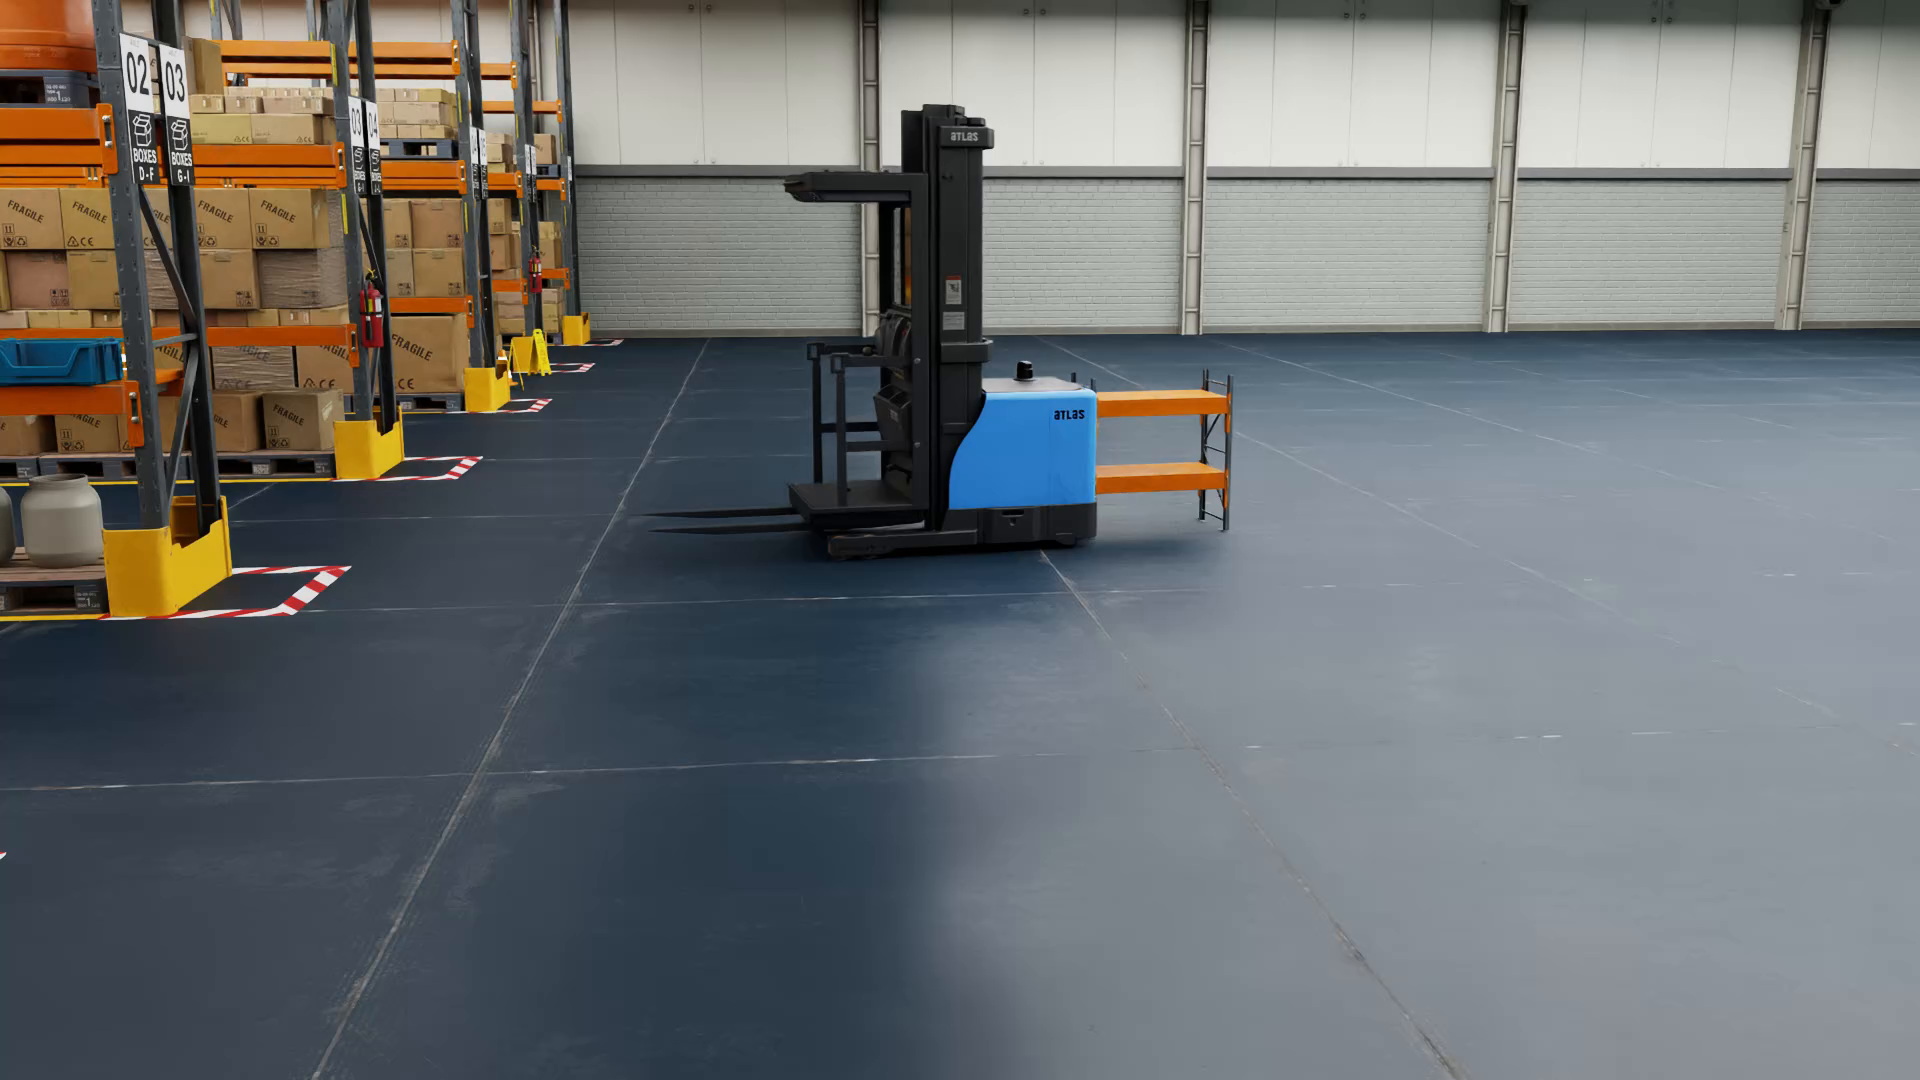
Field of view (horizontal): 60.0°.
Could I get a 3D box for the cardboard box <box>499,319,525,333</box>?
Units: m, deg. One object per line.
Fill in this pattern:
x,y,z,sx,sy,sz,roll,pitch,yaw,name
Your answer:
-7.719,-3.738,28.913,0.500,0.250,0.500,-1,11,-6,cardboard box

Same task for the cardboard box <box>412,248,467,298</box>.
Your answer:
-5.980,-3.118,19.332,0.550,0.550,0.875,-1,11,-6,cardboard box

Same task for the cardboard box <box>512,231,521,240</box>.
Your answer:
-7.620,-5.261,28.684,0.250,0.149,0.380,-1,11,-5,cardboard box

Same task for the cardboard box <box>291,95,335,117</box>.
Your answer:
-5.423,-3.636,13.934,0.250,0.149,0.380,-1,11,-6,cardboard box

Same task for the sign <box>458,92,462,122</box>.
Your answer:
-5.571,-4.824,18.532,0.005,0.325,0.100,-1,11,-6,sign

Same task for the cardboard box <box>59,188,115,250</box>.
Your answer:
-7.192,-2.704,13.993,0.500,0.500,0.500,-1,11,-6,cardboard box

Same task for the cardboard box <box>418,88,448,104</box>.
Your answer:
-5.914,-4.984,18.671,0.250,0.149,0.380,-1,11,-6,cardboard box

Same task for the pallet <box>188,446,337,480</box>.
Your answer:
-6.068,-0.727,14.790,1.213,0.211,1.003,-1,11,-6,pallet

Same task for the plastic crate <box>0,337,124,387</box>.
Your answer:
-5.111,-1.017,9.419,0.616,0.251,0.499,-1,11,-6,plastic crate

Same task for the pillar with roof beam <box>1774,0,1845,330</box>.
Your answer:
16.745,-7.736,27.660,0.548,9.000,9.100,-1,11,-6,pillar with roof beam

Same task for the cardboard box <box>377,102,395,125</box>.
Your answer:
-6.570,-4.786,18.700,0.500,0.250,0.500,-1,11,-6,cardboard box

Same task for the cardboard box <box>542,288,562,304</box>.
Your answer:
-7.215,-4.238,28.865,0.500,0.250,0.500,-1,11,-4,cardboard box

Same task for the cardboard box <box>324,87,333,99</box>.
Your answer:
-6.923,-4.963,18.565,0.250,0.149,0.380,-1,11,-6,cardboard box

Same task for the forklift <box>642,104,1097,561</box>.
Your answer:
-0.634,-1.413,11.227,3.031,2.935,1.130,-3,11,-14,forklift

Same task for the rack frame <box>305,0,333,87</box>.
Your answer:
-10.767,-7.820,28.087,0.127,3.000,1.000,-1,11,-6,rack frame

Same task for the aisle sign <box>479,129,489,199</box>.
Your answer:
-5.578,-4.395,19.480,0.004,0.787,0.394,-1,11,-6,aisle sign

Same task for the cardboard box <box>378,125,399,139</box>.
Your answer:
-6.415,-4.582,18.695,0.250,0.149,0.380,-1,11,-5,cardboard box

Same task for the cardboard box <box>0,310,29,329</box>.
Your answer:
-7.915,-1.865,14.000,0.250,0.149,0.380,-1,11,-6,cardboard box

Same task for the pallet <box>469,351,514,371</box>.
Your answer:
-7.138,-2.628,24.457,1.213,0.211,1.003,-1,11,-6,pallet

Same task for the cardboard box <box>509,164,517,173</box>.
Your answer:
-6.616,-5.412,24.265,0.250,0.149,0.380,-1,11,-6,cardboard box

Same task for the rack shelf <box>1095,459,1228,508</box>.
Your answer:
1.362,-0.390,11.974,1.000,0.278,0.538,-3,11,-14,rack shelf

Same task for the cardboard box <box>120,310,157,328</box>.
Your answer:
-6.921,-1.887,14.112,0.250,0.149,0.380,-1,11,-6,cardboard box

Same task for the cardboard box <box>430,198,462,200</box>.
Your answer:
-7.239,-4.632,23.800,0.500,0.500,0.700,-1,11,-6,cardboard box

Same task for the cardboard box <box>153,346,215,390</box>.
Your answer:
-8.959,-2.141,19.169,0.875,0.875,0.875,-1,11,-5,cardboard box

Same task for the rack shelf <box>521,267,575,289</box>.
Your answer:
-8.779,-4.565,28.947,4.000,0.370,1.077,-1,11,-6,rack shelf

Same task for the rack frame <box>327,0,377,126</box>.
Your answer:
-5.181,-5.051,14.002,0.127,3.000,1.000,-1,11,-6,rack frame

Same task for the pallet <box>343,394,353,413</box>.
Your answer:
-7.612,-1.636,19.412,1.213,0.211,1.003,-1,11,-6,pallet

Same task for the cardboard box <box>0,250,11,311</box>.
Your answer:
-8.202,-2.220,14.125,0.500,0.500,0.875,-1,11,-6,cardboard box

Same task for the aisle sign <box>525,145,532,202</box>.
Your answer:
-6.158,-5.229,23.721,0.004,0.787,0.394,-1,11,-6,aisle sign

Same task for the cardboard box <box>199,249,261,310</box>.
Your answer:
-6.214,-2.263,14.341,0.500,0.500,0.875,-1,11,-6,cardboard box

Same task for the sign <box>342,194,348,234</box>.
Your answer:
-5.140,-2.724,13.895,0.005,0.325,0.100,-1,11,-6,sign

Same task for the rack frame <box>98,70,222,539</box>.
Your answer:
-4.646,-1.158,9.750,0.127,3.000,1.000,-1,11,-6,rack frame

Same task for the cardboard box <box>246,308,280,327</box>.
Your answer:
-5.933,-1.918,14.271,0.250,0.149,0.380,-1,11,-6,cardboard box

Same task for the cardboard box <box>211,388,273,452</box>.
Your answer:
-6.394,-1.058,14.635,0.500,0.500,0.500,2,11,9,cardboard box

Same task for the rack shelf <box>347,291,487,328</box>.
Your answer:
-7.604,-2.666,19.288,4.000,0.370,1.077,-1,11,-6,rack shelf

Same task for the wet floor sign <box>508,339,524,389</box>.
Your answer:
-5.801,-2.286,21.592,0.232,0.644,0.267,-3,12,-16,wet floor sign

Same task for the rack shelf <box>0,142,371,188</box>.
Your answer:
-7.169,-3.185,14.149,4.000,0.370,1.077,-1,11,-6,rack shelf

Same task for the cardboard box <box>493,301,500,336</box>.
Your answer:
-7.106,-3.268,24.582,0.500,0.500,0.500,-2,11,-8,cardboard box

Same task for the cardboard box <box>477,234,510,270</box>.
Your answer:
-6.760,-4.139,23.883,0.500,0.500,0.500,-1,11,-7,cardboard box

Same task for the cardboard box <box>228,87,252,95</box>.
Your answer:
-7.929,-4.942,18.457,0.250,0.149,0.380,-1,11,-6,cardboard box

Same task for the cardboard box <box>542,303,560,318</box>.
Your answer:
-7.241,-3.992,28.910,0.500,0.250,0.500,-1,11,-7,cardboard box

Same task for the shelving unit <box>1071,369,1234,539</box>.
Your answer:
1.362,-0.630,11.927,1.048,1.125,0.538,-3,11,-14,shelving unit

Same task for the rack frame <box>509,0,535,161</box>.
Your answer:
-6.251,-6.952,23.669,0.127,3.000,1.000,-1,11,-6,rack frame

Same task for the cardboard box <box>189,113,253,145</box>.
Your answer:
-6.128,-3.436,13.952,0.500,0.250,0.500,-1,11,-6,cardboard box

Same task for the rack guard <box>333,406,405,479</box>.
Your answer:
-5.256,-0.879,14.814,0.348,0.500,1.175,-1,11,-6,rack guard

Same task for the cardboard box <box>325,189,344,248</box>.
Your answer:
-5.757,-2.834,14.654,0.500,0.500,0.500,-1,11,-6,cardboard box

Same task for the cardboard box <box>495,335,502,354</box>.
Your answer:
-7.083,-2.901,24.657,0.500,0.250,0.500,-1,11,-7,cardboard box

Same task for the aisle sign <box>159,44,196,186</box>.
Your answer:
-4.606,-2.491,9.792,0.004,0.787,0.394,-1,11,-6,aisle sign

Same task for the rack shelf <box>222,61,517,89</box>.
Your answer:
-8.239,-6.555,23.527,4.000,0.370,1.077,-1,11,-6,rack shelf

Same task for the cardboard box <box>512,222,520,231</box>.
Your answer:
-7.623,-5.403,28.635,0.250,0.149,0.380,-1,11,-5,cardboard box

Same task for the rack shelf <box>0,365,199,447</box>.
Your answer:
-6.634,-0.763,9.607,4.000,0.370,1.077,-1,11,-6,rack shelf

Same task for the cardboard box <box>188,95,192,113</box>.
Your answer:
-6.461,-3.635,13.930,0.250,0.149,0.380,-1,11,-5,cardboard box

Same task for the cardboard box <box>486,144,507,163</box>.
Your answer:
-6.730,-5.490,23.627,0.500,0.250,0.500,-1,11,-7,cardboard box

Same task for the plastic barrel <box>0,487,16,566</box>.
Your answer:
-5.790,-0.104,9.752,0.421,0.512,0.421,0,11,0,plastic barrel

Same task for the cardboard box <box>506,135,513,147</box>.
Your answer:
-6.626,-5.779,24.067,0.250,0.149,0.380,-1,11,-6,cardboard box

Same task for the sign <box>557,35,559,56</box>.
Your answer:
-6.746,-8.296,27.882,0.005,0.325,0.100,-1,11,-6,sign
